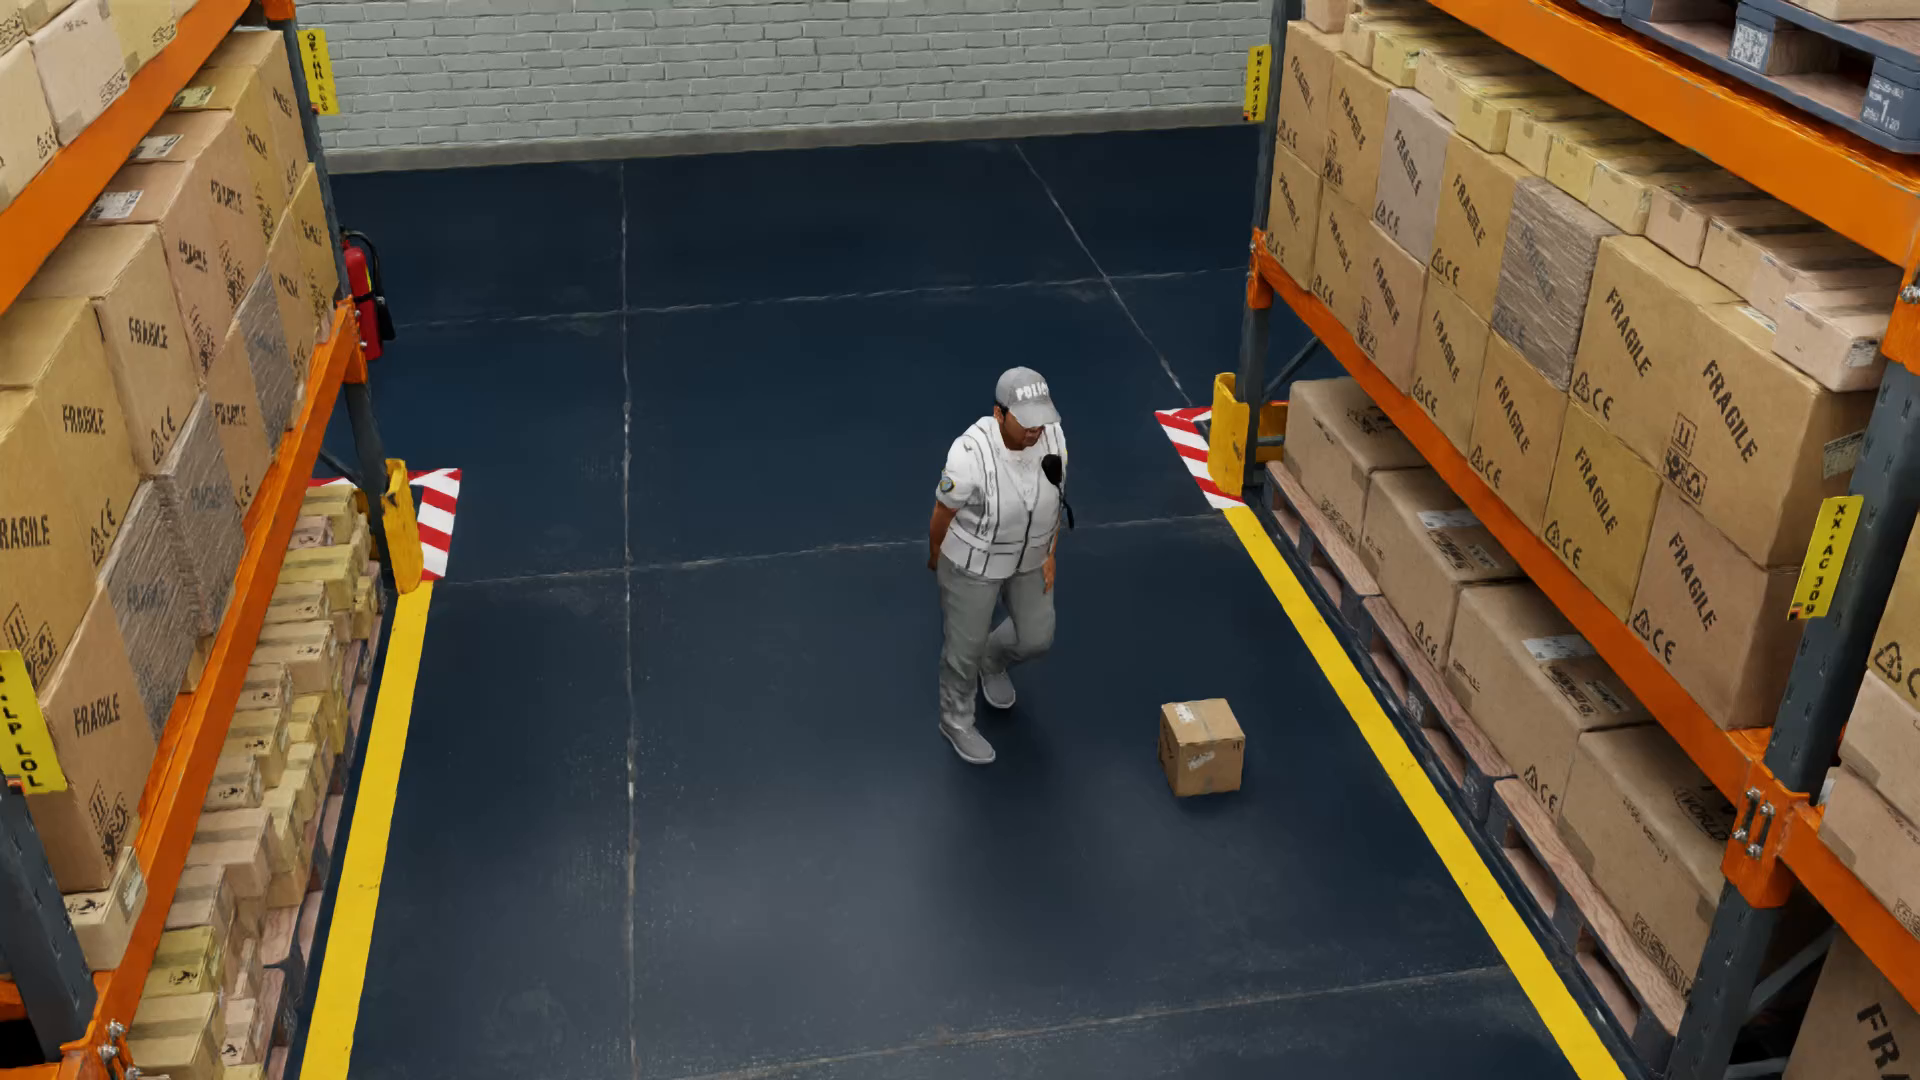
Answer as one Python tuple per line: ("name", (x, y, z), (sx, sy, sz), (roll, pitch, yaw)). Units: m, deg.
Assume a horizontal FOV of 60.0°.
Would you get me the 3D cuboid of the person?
("person", (0.135, 0.066, 6.044), (0.485, 1.641, 0.682), (-16, 35, -25))
